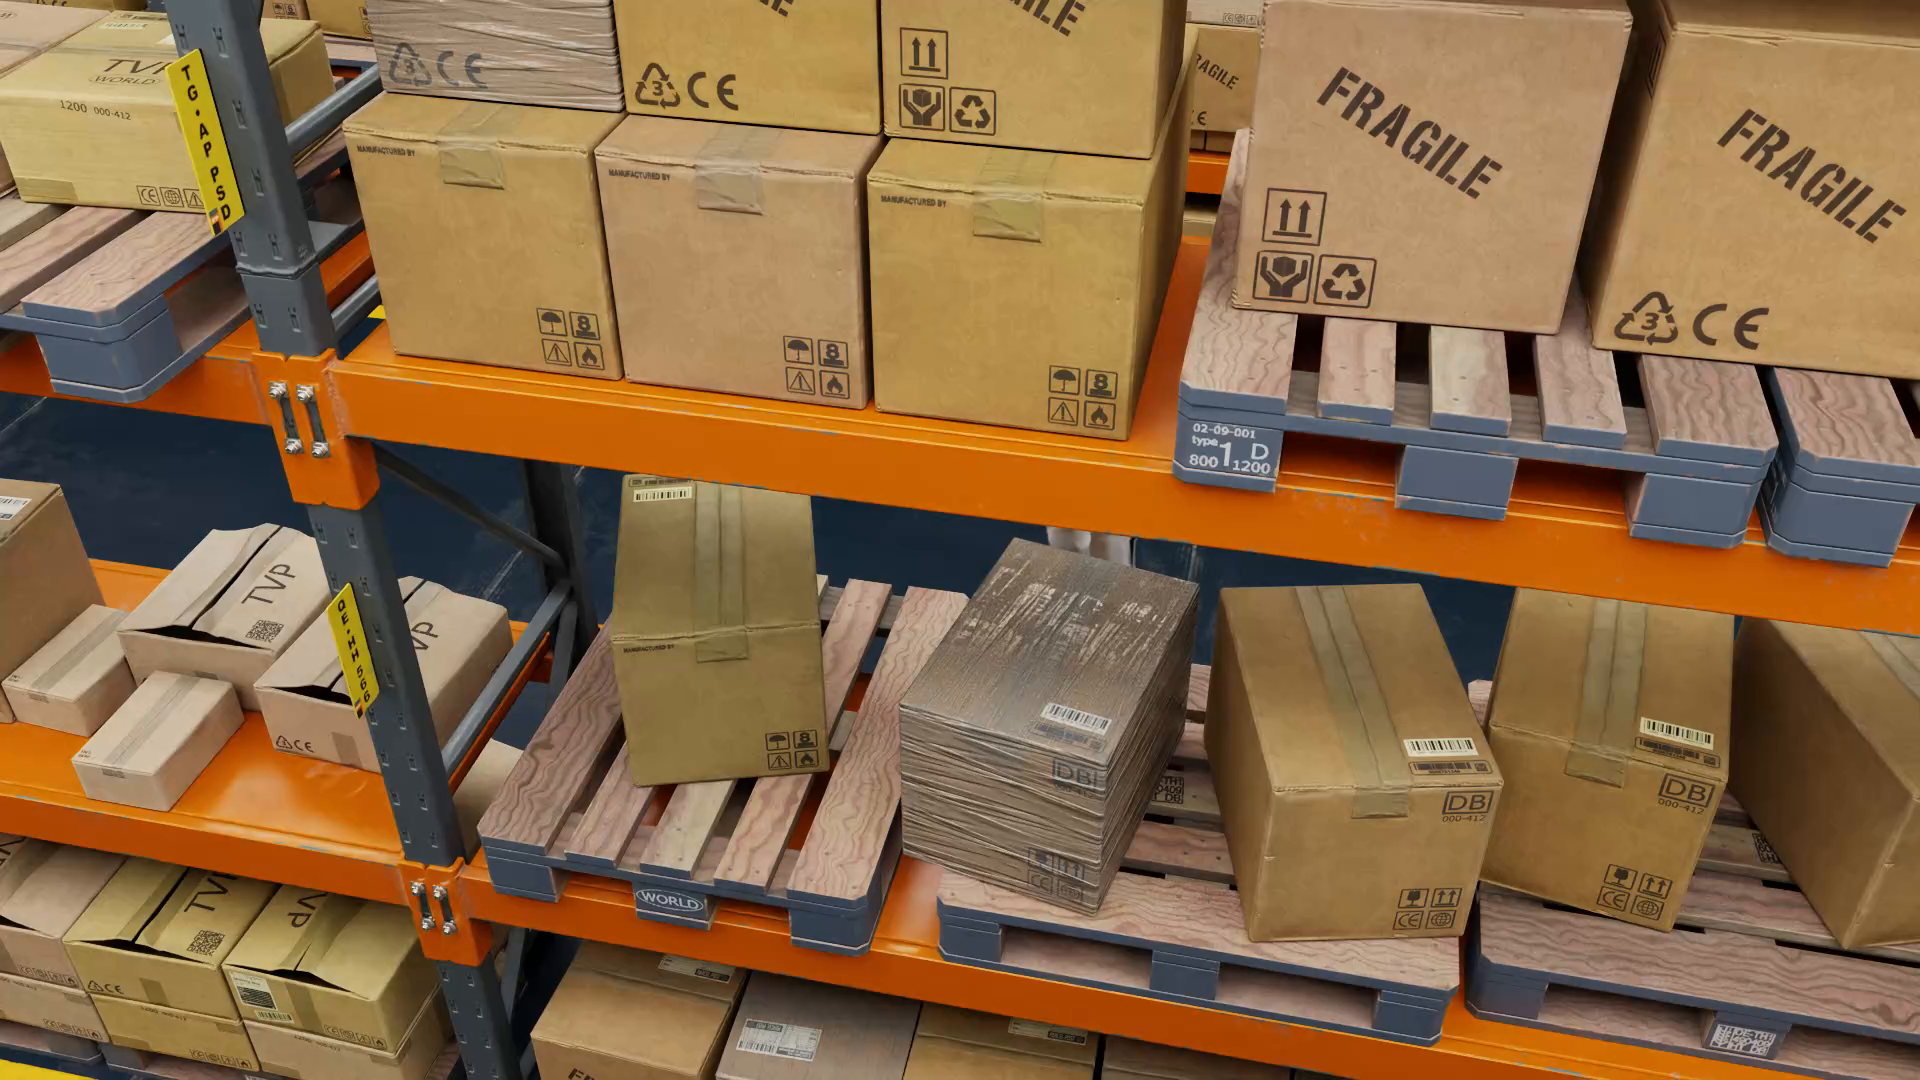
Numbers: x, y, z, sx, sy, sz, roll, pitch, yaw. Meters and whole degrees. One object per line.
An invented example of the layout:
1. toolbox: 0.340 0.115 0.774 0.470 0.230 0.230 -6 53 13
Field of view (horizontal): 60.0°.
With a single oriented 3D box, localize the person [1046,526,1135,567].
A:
1. person: 0.464 0.217 5.870 0.385 1.774 0.562 8 37 11
